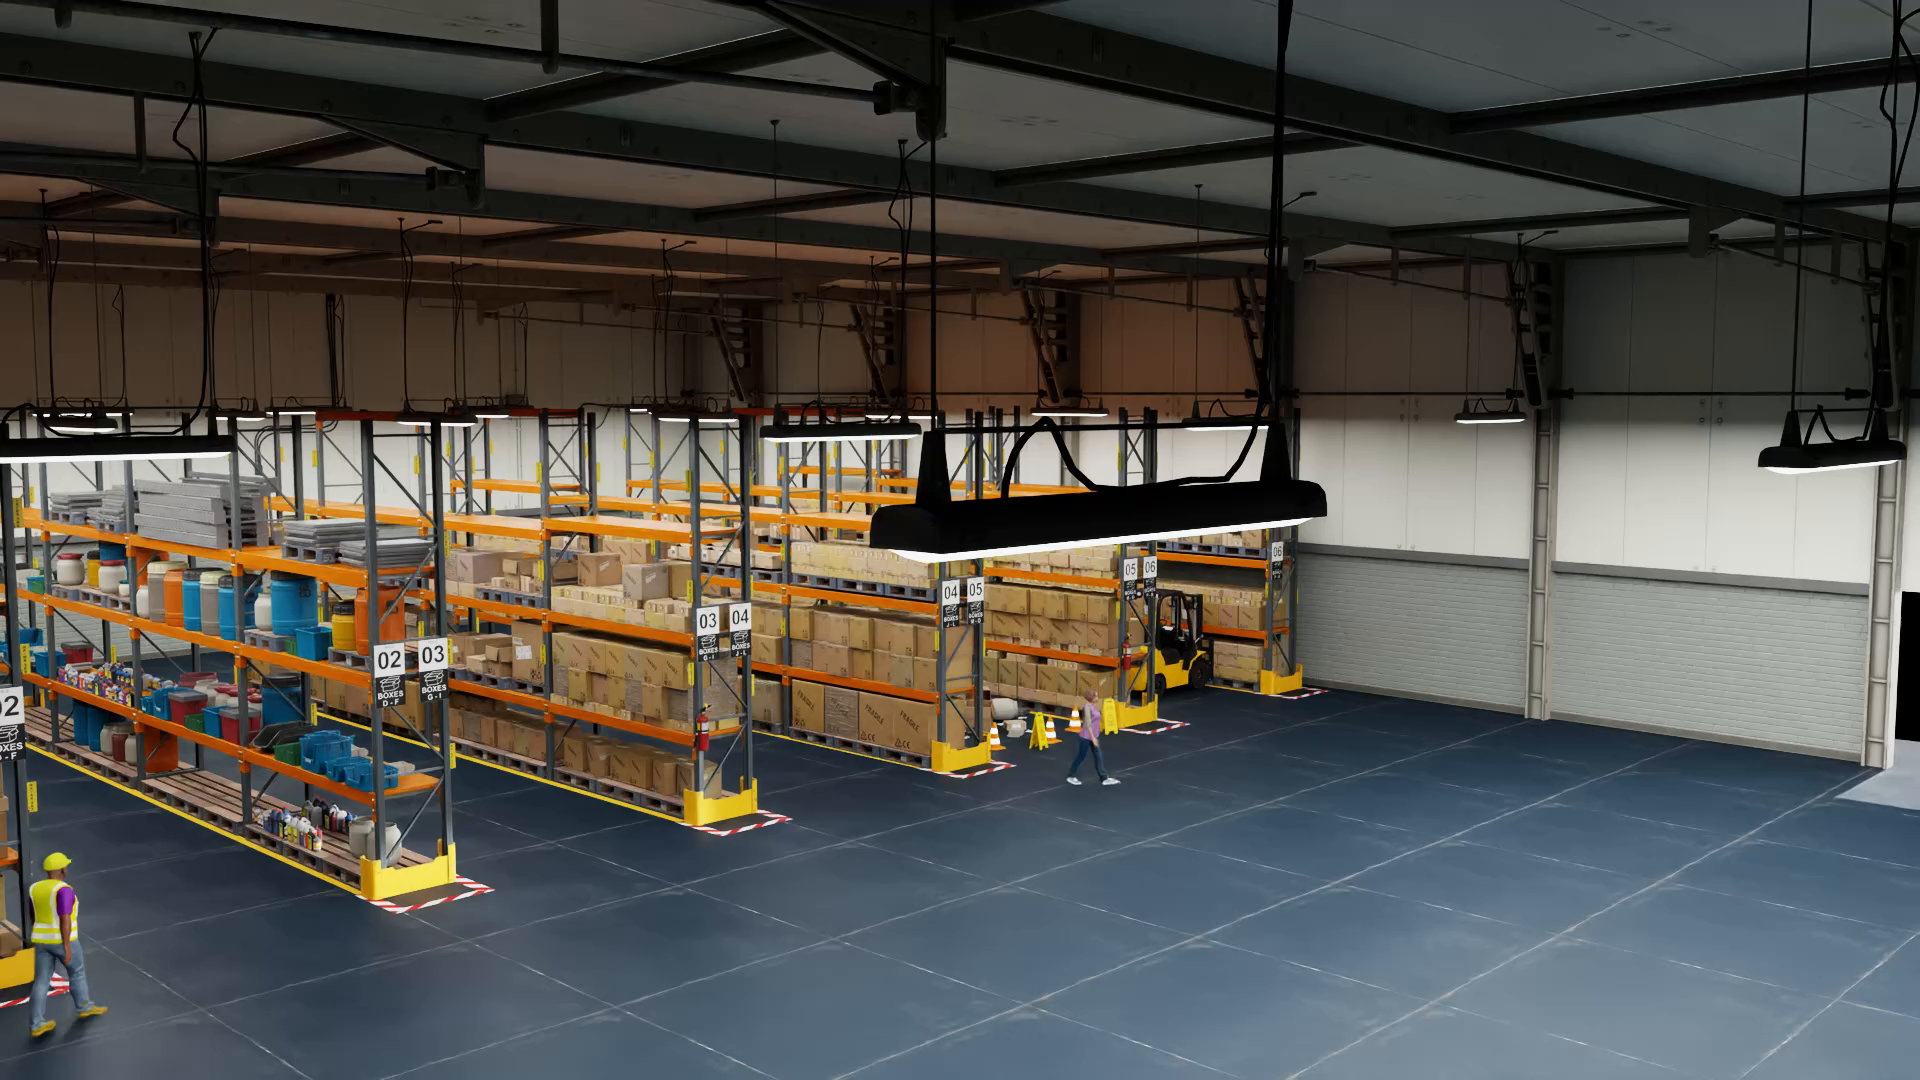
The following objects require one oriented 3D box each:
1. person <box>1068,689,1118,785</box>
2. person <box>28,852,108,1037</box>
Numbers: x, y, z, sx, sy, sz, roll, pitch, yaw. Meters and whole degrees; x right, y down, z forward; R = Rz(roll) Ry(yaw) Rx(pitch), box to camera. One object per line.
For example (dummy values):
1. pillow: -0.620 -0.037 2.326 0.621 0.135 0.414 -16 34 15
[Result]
1. person: 2.136 3.170 26.720 0.847 1.566 0.463 2 6 25
2. person: -9.014 3.989 16.591 0.586 1.744 0.858 1 5 7
